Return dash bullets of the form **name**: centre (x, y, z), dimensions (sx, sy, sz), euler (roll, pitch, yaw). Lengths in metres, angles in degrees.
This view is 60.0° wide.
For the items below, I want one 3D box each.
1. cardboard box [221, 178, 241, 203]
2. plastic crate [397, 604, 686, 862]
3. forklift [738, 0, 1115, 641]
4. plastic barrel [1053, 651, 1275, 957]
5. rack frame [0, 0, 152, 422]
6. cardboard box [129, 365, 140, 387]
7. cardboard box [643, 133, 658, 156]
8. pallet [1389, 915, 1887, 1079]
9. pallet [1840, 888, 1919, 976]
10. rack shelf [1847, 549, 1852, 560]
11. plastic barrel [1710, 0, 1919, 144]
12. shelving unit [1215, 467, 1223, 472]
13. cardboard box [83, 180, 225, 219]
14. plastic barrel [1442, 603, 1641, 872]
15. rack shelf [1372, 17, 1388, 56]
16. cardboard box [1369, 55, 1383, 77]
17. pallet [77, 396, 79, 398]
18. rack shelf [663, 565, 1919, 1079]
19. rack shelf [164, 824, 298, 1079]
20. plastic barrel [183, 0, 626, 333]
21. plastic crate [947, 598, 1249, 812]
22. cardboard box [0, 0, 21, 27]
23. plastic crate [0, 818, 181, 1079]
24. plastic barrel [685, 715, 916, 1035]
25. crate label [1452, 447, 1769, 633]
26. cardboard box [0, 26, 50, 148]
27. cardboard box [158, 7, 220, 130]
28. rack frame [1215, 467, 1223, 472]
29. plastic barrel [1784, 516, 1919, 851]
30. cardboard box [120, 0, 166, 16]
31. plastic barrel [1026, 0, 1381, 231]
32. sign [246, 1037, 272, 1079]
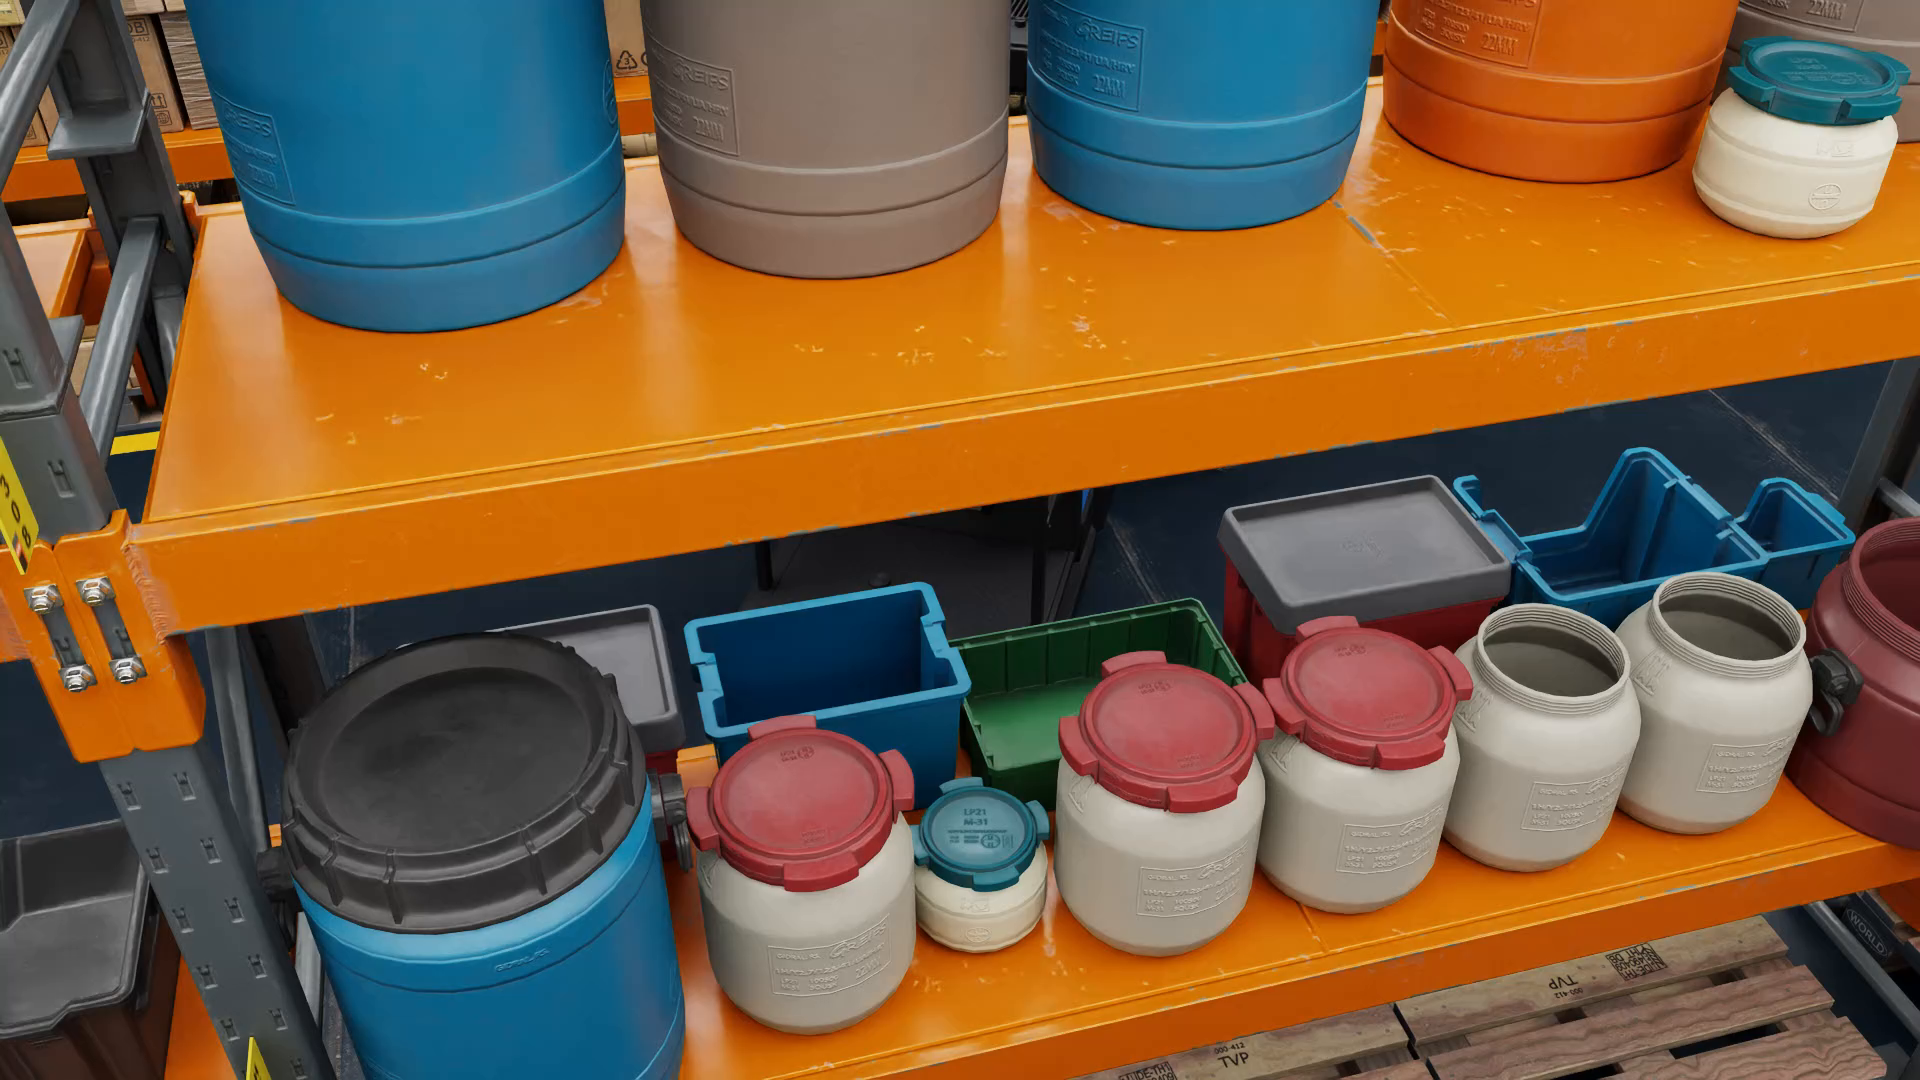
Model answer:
- **cardboard box**: centre (-3.098, -1.633, 7.716), dimensions (0.500, 0.500, 0.500), euler (-9, 38, -12)
- **plastic crate**: centre (-0.893, 0.474, 3.608), dimensions (0.583, 0.464, 0.402), euler (-9, 38, -12)
- **forklift**: centre (-0.151, -0.797, 5.379), dimensions (1.130, 2.935, 3.031), euler (9, 38, 11)
- **plastic barrel**: centre (0.408, 0.563, 3.433), dimensions (0.433, 0.535, 0.433), euler (0, 37, 0)
- **rack frame**: centre (-1.281, -1.627, 1.470), dimensions (0.127, 3.000, 1.000), euler (-9, 38, -12)
- **cardboard box**: centre (-3.444, -0.950, 7.440), dimensions (0.500, 0.250, 0.500), euler (-9, 38, -12)
- **cardboard box**: centre (-1.269, -1.843, 8.147), dimensions (0.500, 0.311, 0.500), euler (-9, 38, -12)
- **pallet**: centre (1.823, 1.330, 4.838), dimensions (1.213, 0.211, 1.003), euler (-9, 38, -12)
- **pallet**: centre (3.331, 1.081, 5.164), dimensions (1.213, 0.211, 1.003), euler (-9, 38, -12)
- **rack shelf**: centre (4.512, 0.091, 4.754), dimensions (4.000, 0.370, 1.077), euler (-9, 38, -12)
- **plastic barrel**: centre (1.732, -1.265, 3.054), dimensions (0.600, 0.901, 0.600), euler (0, 37, 0)
- **shelving unit**: centre (1.028, -1.315, 6.740), dimensions (0.503, 2.100, 0.431), euler (25, 44, 29)
- **cardboard box**: centre (-3.445, -1.249, 7.214), dimensions (0.500, 0.500, 0.500), euler (-9, 38, -12)
- **plastic barrel**: centre (1.237, 0.433, 3.623), dimensions (0.421, 0.512, 0.421), euler (0, 37, 0)
- **rack shelf**: centre (3.224, -2.815, 8.553), dimensions (4.000, 0.370, 1.077), euler (-9, 38, -12)
- **cardboard box**: centre (2.188, -2.561, 8.707), dimensions (0.500, 0.250, 0.500), euler (-8, 38, -10)
- **pallet**: centre (-4.527, -0.746, 7.551), dimensions (1.213, 0.211, 1.003), euler (-9, 38, -12)
- **rack shelf**: centre (0.650, 0.725, 3.926), dimensions (4.000, 0.370, 1.077), euler (-9, 38, -12)
- **rack shelf**: centre (-3.211, 1.359, 3.097), dimensions (4.000, 0.370, 1.077), euler (-9, 38, -12)
- **plastic barrel**: centre (-0.846, -0.842, 2.501), dimensions (0.708, 0.901, 0.600), euler (-9, 38, -12)
- **plastic crate**: centre (0.327, 0.399, 3.934), dimensions (0.662, 0.188, 0.450), euler (-9, 38, -12)
- **cardboard box**: centre (-3.758, -2.118, 6.434), dimensions (0.250, 0.149, 0.380), euler (-9, 38, -12)
- **plastic crate**: centre (-1.819, 0.789, 3.301), dimensions (0.504, 0.338, 0.767), euler (-9, 38, -12)
- **plastic barrel**: centre (-0.300, 0.679, 3.281), dimensions (0.433, 0.535, 0.433), euler (0, 37, 0)
- **crate label**: centre (1.551, 0.107, 4.112), dimensions (0.616, 0.435, 0.502), euler (-9, 38, -12)
- **cardboard box**: centre (-3.988, -1.951, 6.750), dimensions (0.500, 0.500, 0.700), euler (-9, 38, -11)
- **cardboard box**: centre (-2.995, -2.116, 6.965), dimensions (0.500, 0.500, 0.700), euler (-10, 39, -13)
- **rack frame**: centre (1.222, -1.225, 6.623), dimensions (0.015, 2.100, 0.400), euler (25, 44, 29)
- **plastic barrel**: centre (2.212, 0.320, 3.751), dimensions (0.708, 0.536, 0.600), euler (-9, 38, -12)
- **cardboard box**: centre (-3.267, -2.198, 6.538), dimensions (0.250, 0.149, 0.380), euler (-10, 39, -13)
- **plastic barrel**: centre (0.417, -1.050, 2.772), dimensions (0.708, 0.901, 0.600), euler (-9, 38, -12)
- **sign**: centre (-1.148, 0.971, 2.785), dimensions (0.005, 0.325, 0.100), euler (-9, 38, -12)
